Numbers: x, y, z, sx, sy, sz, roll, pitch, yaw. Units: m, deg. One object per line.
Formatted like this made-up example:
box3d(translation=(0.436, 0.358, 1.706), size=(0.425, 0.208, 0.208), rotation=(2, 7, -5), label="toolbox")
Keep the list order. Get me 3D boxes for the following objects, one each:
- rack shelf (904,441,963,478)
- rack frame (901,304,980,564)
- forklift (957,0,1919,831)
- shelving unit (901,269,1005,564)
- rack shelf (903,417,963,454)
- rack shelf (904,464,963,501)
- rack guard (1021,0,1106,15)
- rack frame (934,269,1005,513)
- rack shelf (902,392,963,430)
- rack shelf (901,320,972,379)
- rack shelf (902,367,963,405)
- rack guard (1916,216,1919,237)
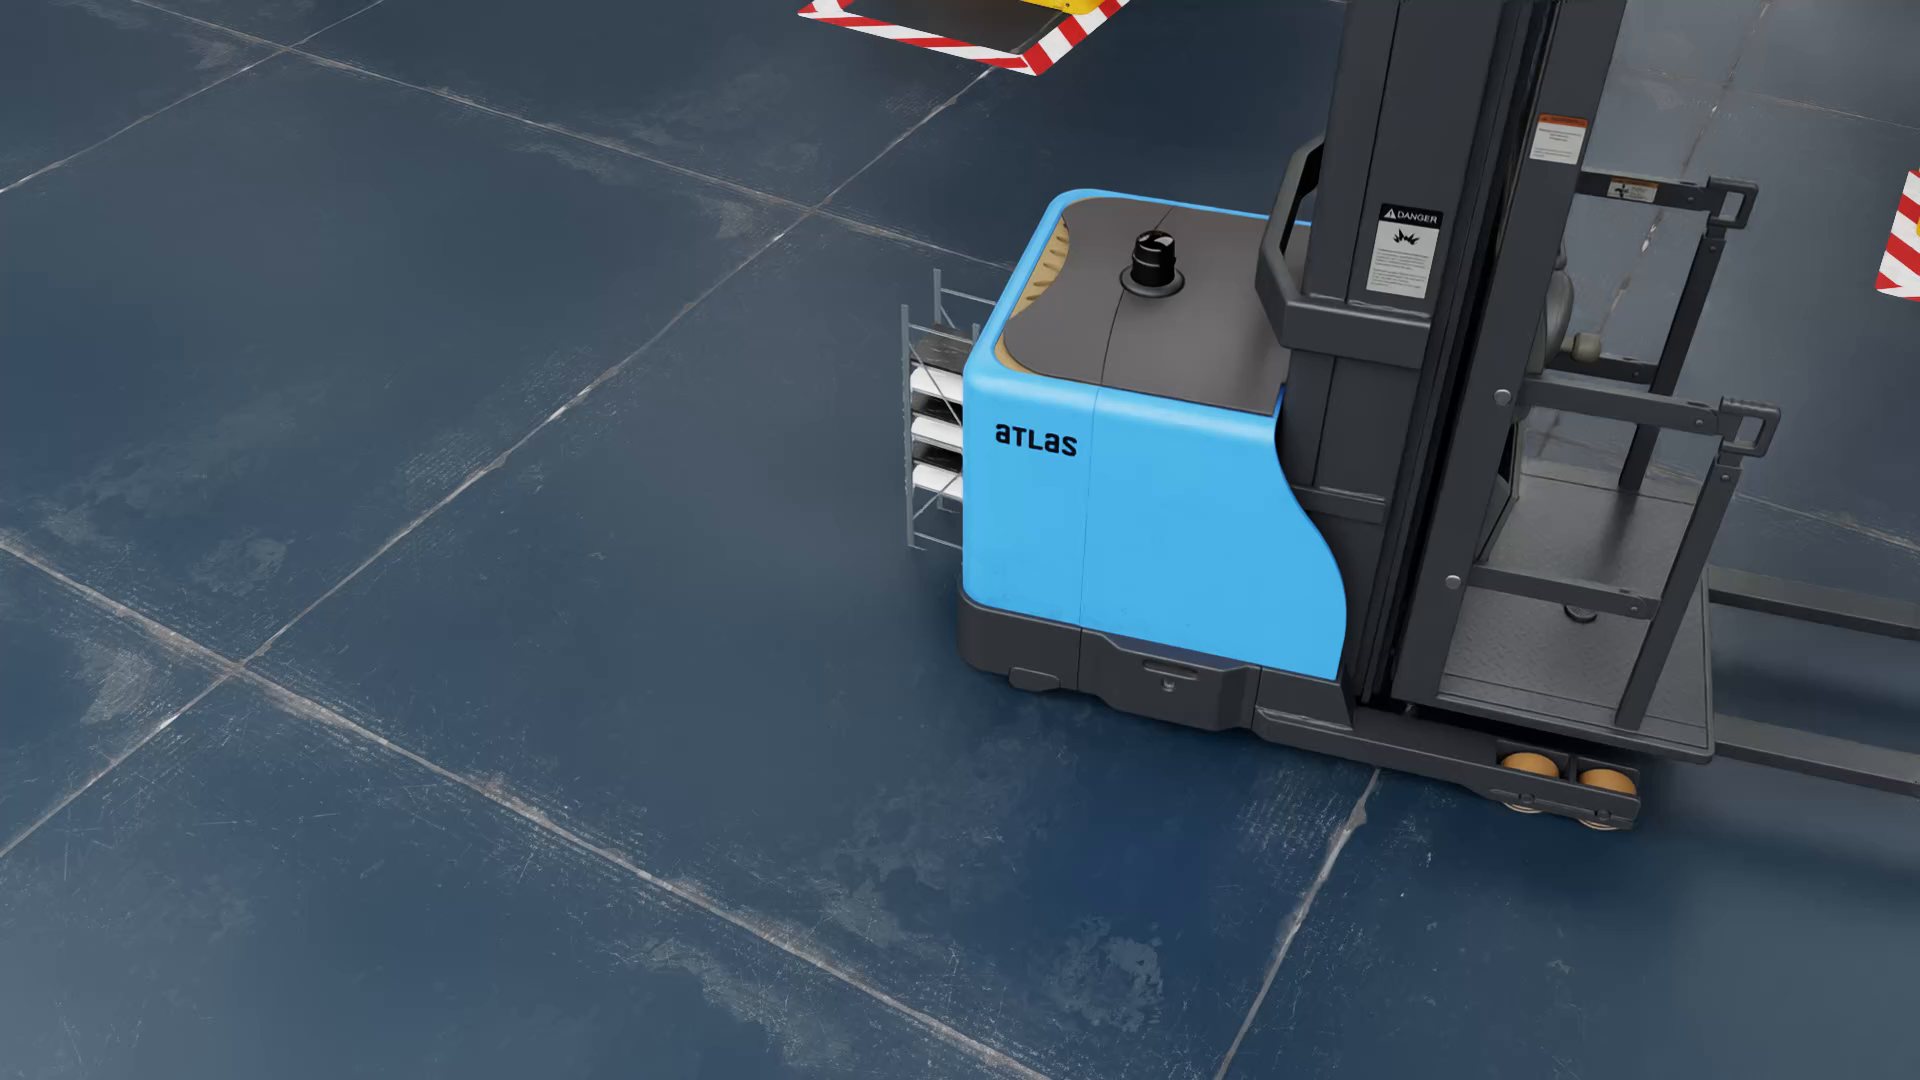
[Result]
box3d(translation=(-0.010, -0.253, 5.043), size=(0.258, 0.077, 0.200), rotation=(18, 44, 19), label="rack shelf")
box3d(translation=(-0.055, -0.285, 4.893), size=(0.240, 0.900, 0.006), rotation=(18, 44, 19), label="rack frame")
box3d(translation=(1.568, -0.731, 3.863), size=(3.031, 2.935, 1.130), rotation=(12, 43, 13), label="forklift")
box3d(translation=(-0.010, -0.345, 4.961), size=(0.258, 0.900, 0.210), rotation=(18, 44, 19), label="shelving unit")
box3d(translation=(-0.010, -0.320, 4.983), size=(0.258, 0.077, 0.200), rotation=(18, 44, 19), label="rack shelf")
box3d(translation=(-0.010, -0.185, 5.102), size=(0.258, 0.077, 0.200), rotation=(18, 44, 19), label="rack shelf")
box3d(translation=(0.193, -3.048, 8.333), size=(1.175, 0.500, 0.348), rotation=(21, 45, 22), label="rack guard")
box3d(translation=(0.034, -0.406, 5.030), size=(0.240, 0.900, 0.006), rotation=(18, 44, 19), label="rack frame")
box3d(translation=(-0.010, -0.388, 4.924), size=(0.258, 0.077, 0.200), rotation=(18, 44, 19), label="rack shelf")
box3d(translation=(-0.010, -0.523, 4.805), size=(0.258, 0.077, 0.200), rotation=(18, 44, 19), label="rack shelf")
box3d(translation=(-0.010, -0.455, 4.864), size=(0.258, 0.077, 0.200), rotation=(18, 44, 19), label="rack shelf")
box3d(translation=(4.387, -1.292, 6.339), size=(1.175, 0.500, 0.348), rotation=(21, 45, 22), label="rack guard")
